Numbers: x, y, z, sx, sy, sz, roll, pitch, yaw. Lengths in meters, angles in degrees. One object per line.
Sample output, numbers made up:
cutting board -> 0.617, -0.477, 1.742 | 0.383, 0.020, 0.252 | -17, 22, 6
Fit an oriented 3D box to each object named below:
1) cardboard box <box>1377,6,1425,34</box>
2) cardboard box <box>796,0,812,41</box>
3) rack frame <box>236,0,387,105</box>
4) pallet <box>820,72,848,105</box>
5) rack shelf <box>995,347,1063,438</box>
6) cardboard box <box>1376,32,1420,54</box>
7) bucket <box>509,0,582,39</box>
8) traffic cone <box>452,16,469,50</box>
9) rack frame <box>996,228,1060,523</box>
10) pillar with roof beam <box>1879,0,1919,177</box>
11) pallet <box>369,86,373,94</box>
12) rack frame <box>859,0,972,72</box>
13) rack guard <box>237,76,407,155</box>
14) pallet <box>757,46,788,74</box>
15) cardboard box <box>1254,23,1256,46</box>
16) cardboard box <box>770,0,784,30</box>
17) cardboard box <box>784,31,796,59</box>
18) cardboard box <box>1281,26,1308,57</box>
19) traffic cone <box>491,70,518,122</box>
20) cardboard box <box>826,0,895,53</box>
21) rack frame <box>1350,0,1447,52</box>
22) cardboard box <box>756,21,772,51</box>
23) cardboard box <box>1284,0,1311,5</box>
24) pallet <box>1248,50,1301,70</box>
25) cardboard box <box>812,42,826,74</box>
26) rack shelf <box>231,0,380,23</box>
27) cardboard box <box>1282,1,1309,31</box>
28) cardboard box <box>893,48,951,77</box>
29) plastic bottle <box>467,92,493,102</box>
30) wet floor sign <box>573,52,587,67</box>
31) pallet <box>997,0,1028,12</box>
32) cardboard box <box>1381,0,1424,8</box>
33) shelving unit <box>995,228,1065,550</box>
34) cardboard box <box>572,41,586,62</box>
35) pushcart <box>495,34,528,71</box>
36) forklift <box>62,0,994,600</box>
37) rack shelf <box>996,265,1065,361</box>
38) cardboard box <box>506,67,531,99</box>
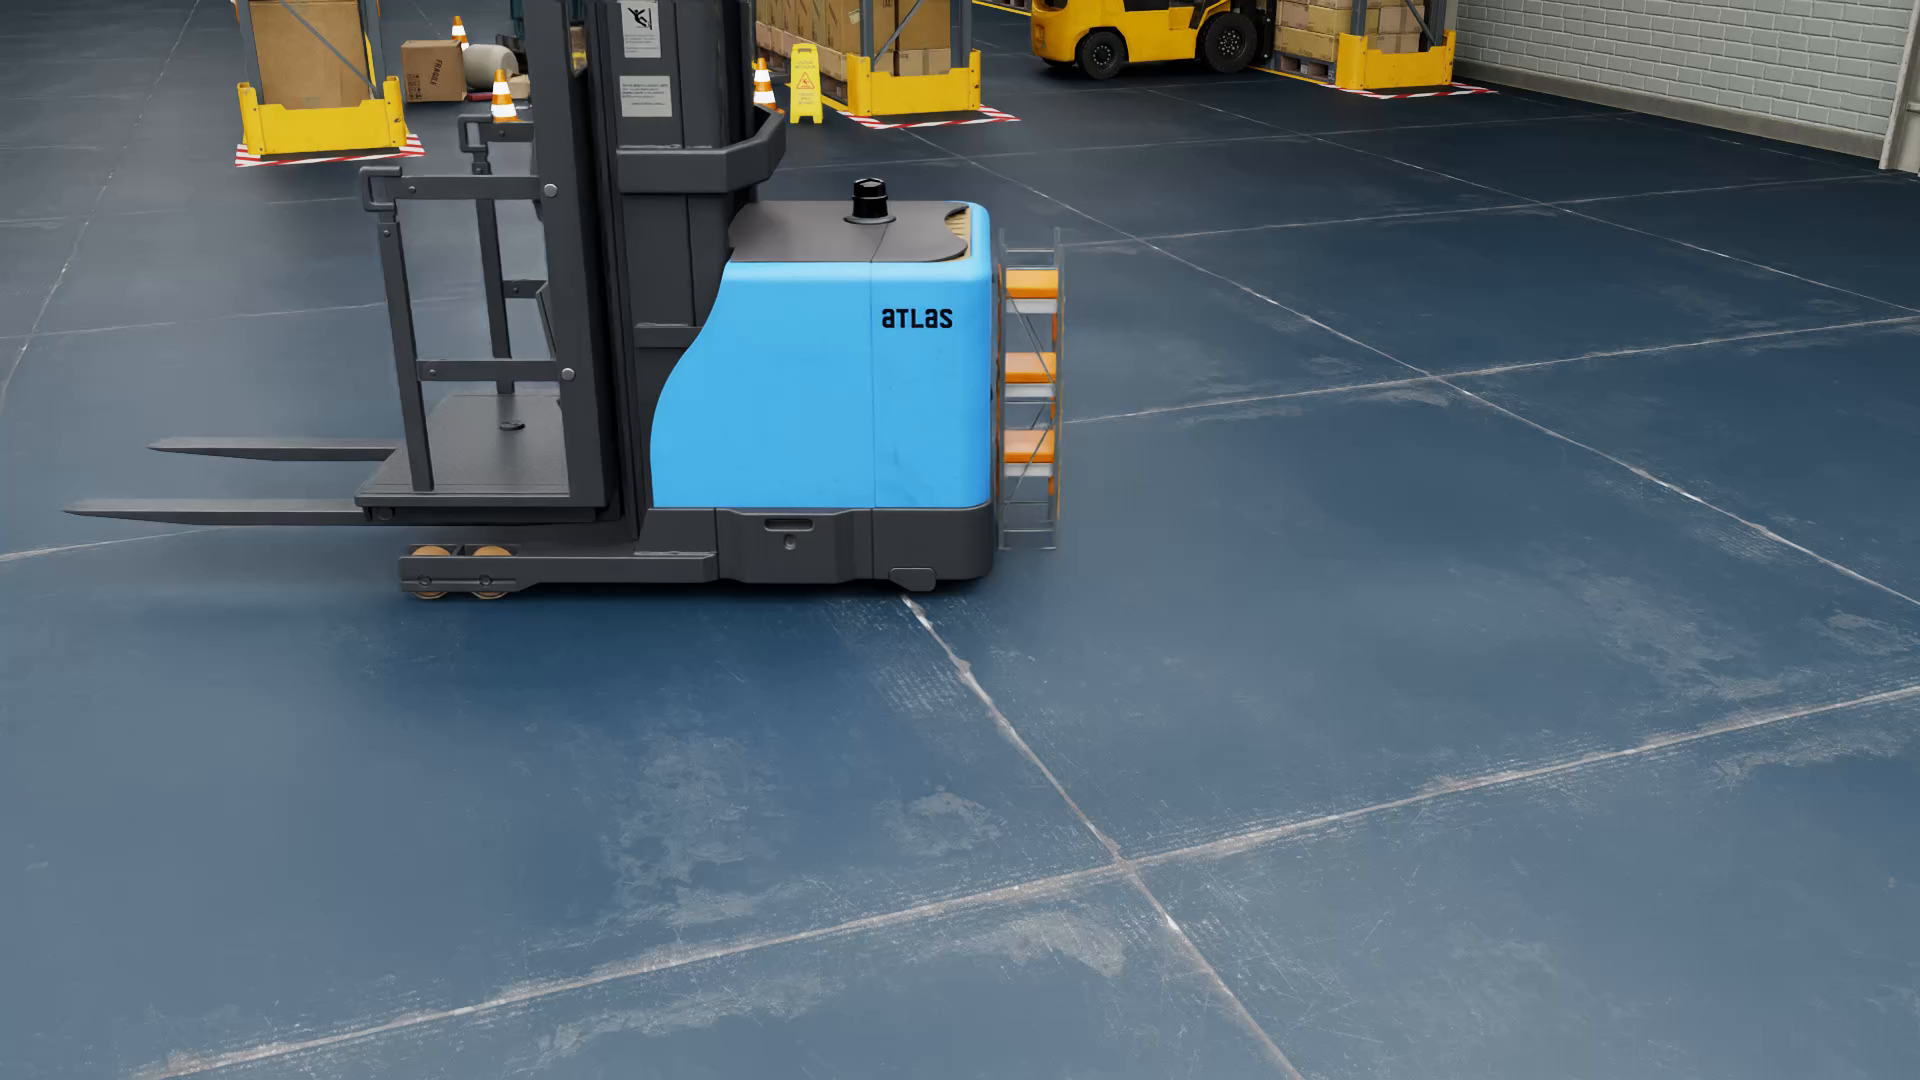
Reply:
cardboard box -> 4.291, -5.234, 16.662 | 0.500, 0.250, 0.500 | -8, 24, -18
cardboard box -> -1.265, -5.096, 16.013 | 0.500, 0.500, 0.500 | -9, 24, -20
rack frame -> -4.974, -4.479, 12.516 | 1.000, 3.000, 0.127 | -8, 24, -19
pallet -> -0.660, -4.238, 15.533 | 1.003, 0.211, 1.213 | -8, 24, -19
rack shelf -> 0.230, -0.489, 5.586 | 0.215, 0.259, 0.240 | 0, 23, 0
cardboard box -> 4.273, -5.010, 16.773 | 0.500, 0.250, 0.500 | -8, 24, -19
bucket -> -4.183, -5.392, 16.938 | 0.726, 0.611, 0.620 | 0, 13, -1
traffic cone -> -5.449, -5.458, 18.105 | 0.336, 0.463, 0.334 | -8, 24, -19
rack frame -> 0.229, -0.546, 5.694 | 0.200, 1.050, 0.008 | 0, 23, 0
pillar with roof beam -> 2.952, -6.248, 8.988 | 9.100, 9.000, 0.400 | -8, 24, -19
pallet -> -5.757, -3.917, 14.771 | 1.003, 0.211, 1.213 | -8, 24, -19
rack frame -> -0.379, -5.195, 14.214 | 1.000, 3.000, 0.127 | -8, 24, -19
rack guard -> -4.966, -3.319, 12.981 | 1.175, 0.500, 0.348 | -8, 24, -19
pallet -> -1.522, -5.125, 17.637 | 1.003, 0.211, 1.213 | -8, 24, -19
cardboard box -> 3.262, -5.482, 17.895 | 0.500, 0.250, 0.500 | -8, 24, -17
cardboard box -> -1.636, -5.476, 16.915 | 0.500, 0.500, 0.500 | -7, 24, -17
cardboard box -> -1.447, -4.939, 16.606 | 0.500, 0.250, 0.500 | -9, 24, -20
cardboard box -> 3.635, -5.114, 17.020 | 0.500, 0.250, 0.500 | -8, 24, -19
traffic cone -> -3.834, -3.698, 13.929 | 0.336, 0.463, 0.334 | -8, 24, -19
cardboard box -> -0.906, -4.723, 15.127 | 0.500, 0.500, 0.500 | -8, 24, -19
rack frame -> 4.263, -5.878, 15.833 | 1.000, 3.000, 0.127 | -8, 24, -19
cardboard box -> -1.836, -5.324, 17.519 | 0.500, 0.250, 0.500 | -10, 25, -21
cardboard box -> 3.623, -5.574, 16.825 | 0.500, 0.250, 0.500 | -8, 24, -18
pallet -> 3.527, -5.308, 18.071 | 1.003, 0.211, 1.213 | -8, 24, -19
cardboard box -> -1.092, -4.568, 15.725 | 0.500, 0.250, 0.500 | -8, 24, -19
rack shelf -> -5.681, -4.875, 14.380 | 1.077, 0.370, 4.000 | -8, 24, -19
cardboard box -> 3.632, -5.352, 16.943 | 0.500, 0.250, 0.500 | -9, 24, -20
cardboard box -> -0.405, -4.453, 15.452 | 0.500, 0.250, 0.500 | -9, 24, -19
plastic bottle -> -4.420, -4.120, 15.446 | 0.283, 0.061, 0.133 | -18, 29, -37
wet floor sign -> -3.112, -3.656, 13.593 | 0.267, 0.644, 0.232 | -13, 26, -28
pallet -> 1.209, -7.776, 23.928 | 1.003, 0.211, 1.213 | -8, 24, -19
cardboard box -> 4.270, -5.466, 16.568 | 0.500, 0.250, 0.500 | -9, 24, -20
shelving unit -> 0.230, -0.499, 5.581 | 0.215, 1.050, 0.252 | 0, 23, 0
cardboard box -> -3.368, -4.336, 15.389 | 0.637, 0.503, 0.797 | 12, 26, 27
pushcart -> -3.908, -5.109, 17.387 | 1.648, 0.377, 0.936 | -18, 29, -37
forklift -> -1.405, -1.366, 5.218 | 3.031, 2.935, 1.130 | 0, 23, 0
rack shelf -> 0.230, -0.750, 5.475 | 0.215, 0.259, 0.240 | 0, 23, 0
cardboard box -> -4.057, -4.301, 15.613 | 0.396, 0.266, 0.258 | -4, 23, -10
